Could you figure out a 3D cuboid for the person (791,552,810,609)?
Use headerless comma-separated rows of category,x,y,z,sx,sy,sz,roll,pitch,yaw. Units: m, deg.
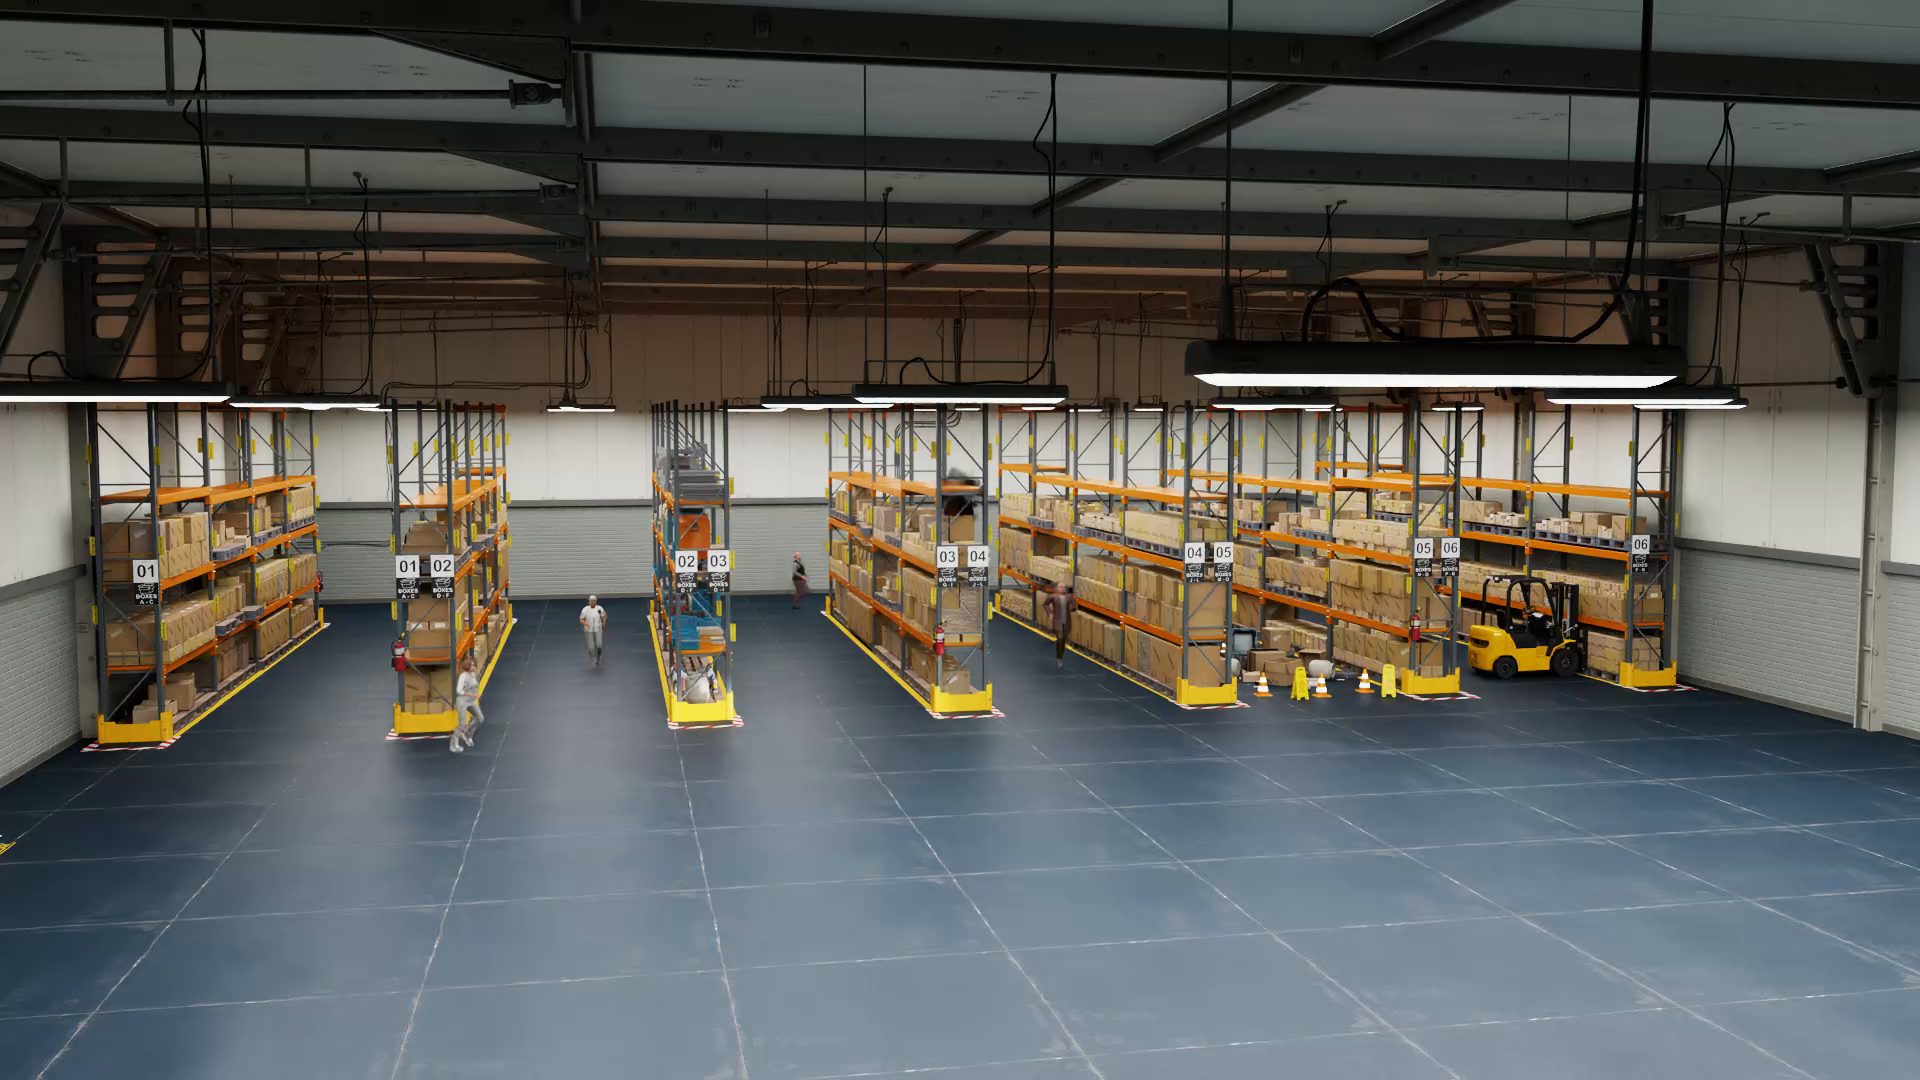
person,-4.718,1.194,48.979,0.532,1.681,0.672,1,4,11

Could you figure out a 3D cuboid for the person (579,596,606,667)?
person,-8.291,2.069,37.608,0.604,1.629,0.581,-1,4,-15

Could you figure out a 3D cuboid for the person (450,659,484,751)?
person,-8.388,2.806,28.384,0.631,1.571,0.589,1,5,18

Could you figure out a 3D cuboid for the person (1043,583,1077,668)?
person,2.226,1.854,36.550,0.682,1.841,0.803,-1,4,-16

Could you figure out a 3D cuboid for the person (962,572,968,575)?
person,0.209,1.158,49.265,0.790,1.779,0.643,4,6,43
